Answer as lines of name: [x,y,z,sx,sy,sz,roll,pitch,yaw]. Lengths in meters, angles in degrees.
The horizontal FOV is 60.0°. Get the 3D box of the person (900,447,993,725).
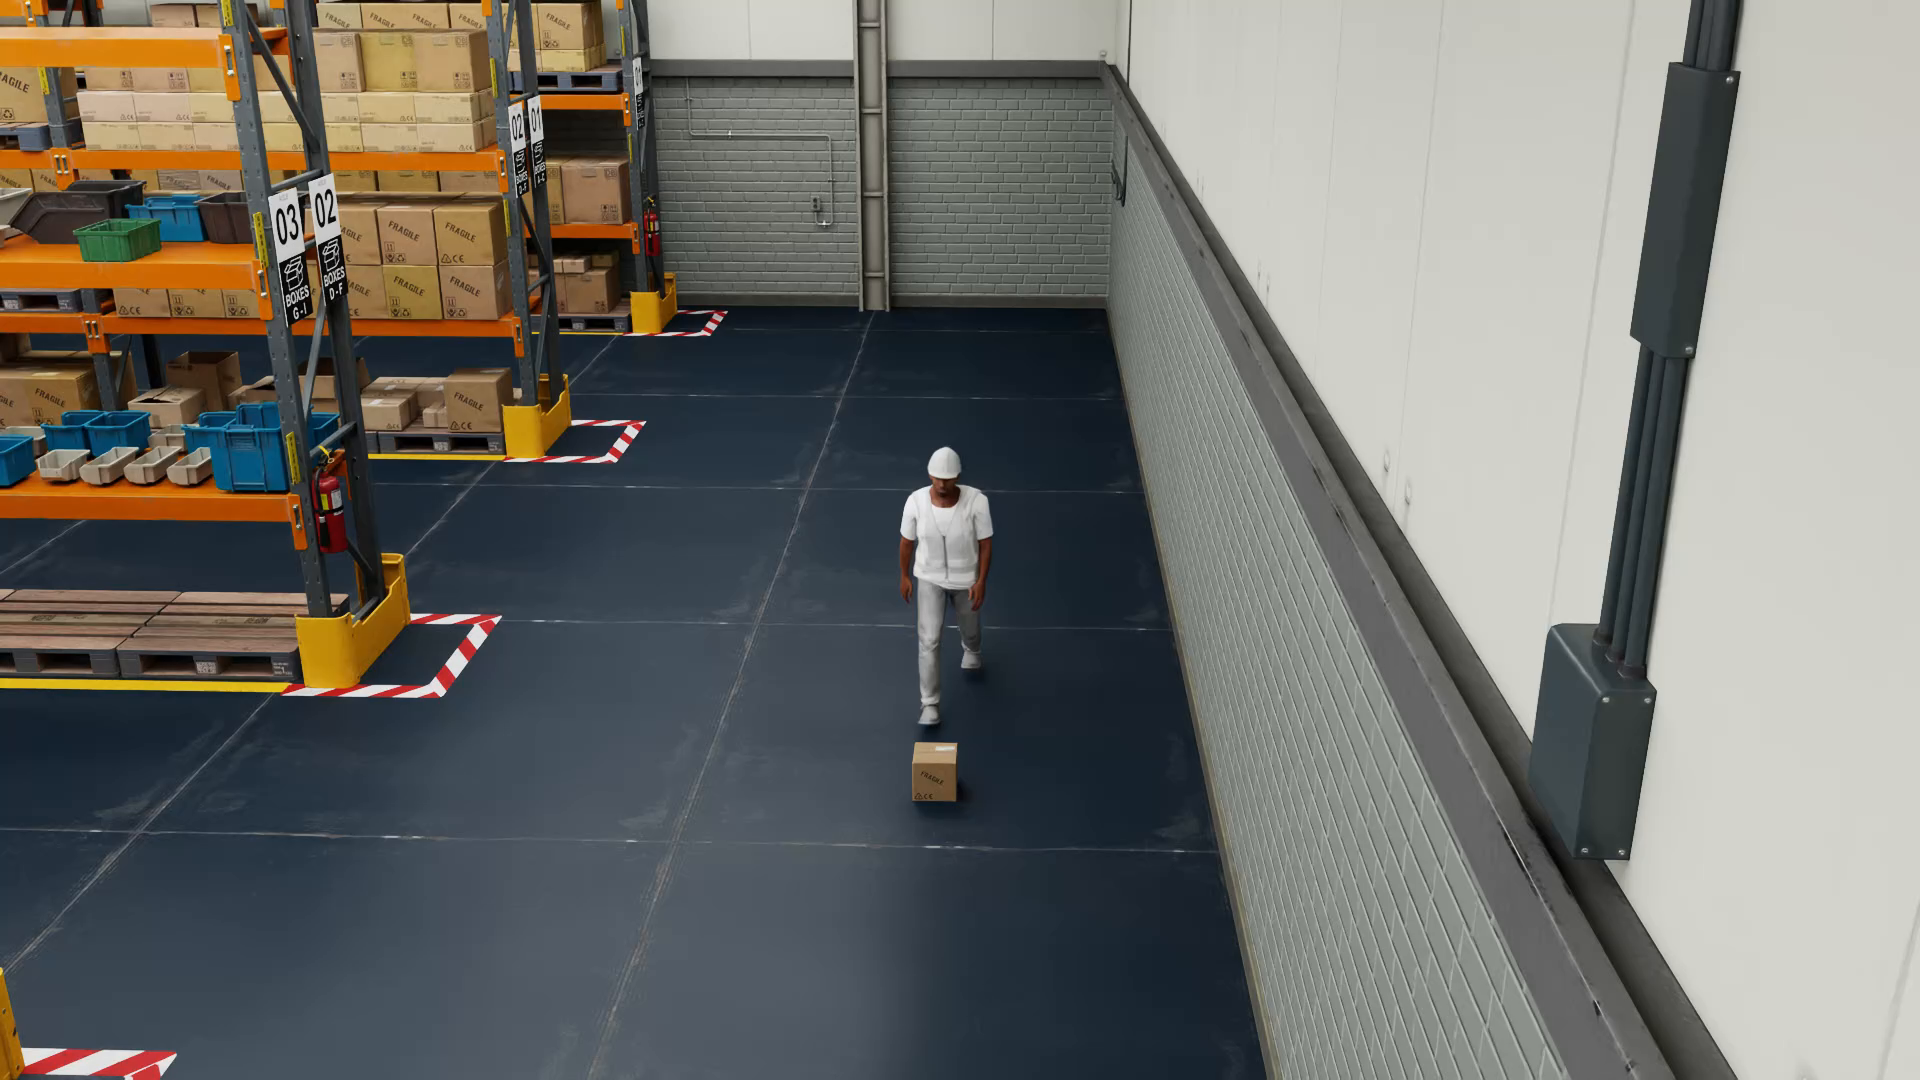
person: [-0.088,0.225,10.479,0.594,1.732,1.041,0,21,1]
